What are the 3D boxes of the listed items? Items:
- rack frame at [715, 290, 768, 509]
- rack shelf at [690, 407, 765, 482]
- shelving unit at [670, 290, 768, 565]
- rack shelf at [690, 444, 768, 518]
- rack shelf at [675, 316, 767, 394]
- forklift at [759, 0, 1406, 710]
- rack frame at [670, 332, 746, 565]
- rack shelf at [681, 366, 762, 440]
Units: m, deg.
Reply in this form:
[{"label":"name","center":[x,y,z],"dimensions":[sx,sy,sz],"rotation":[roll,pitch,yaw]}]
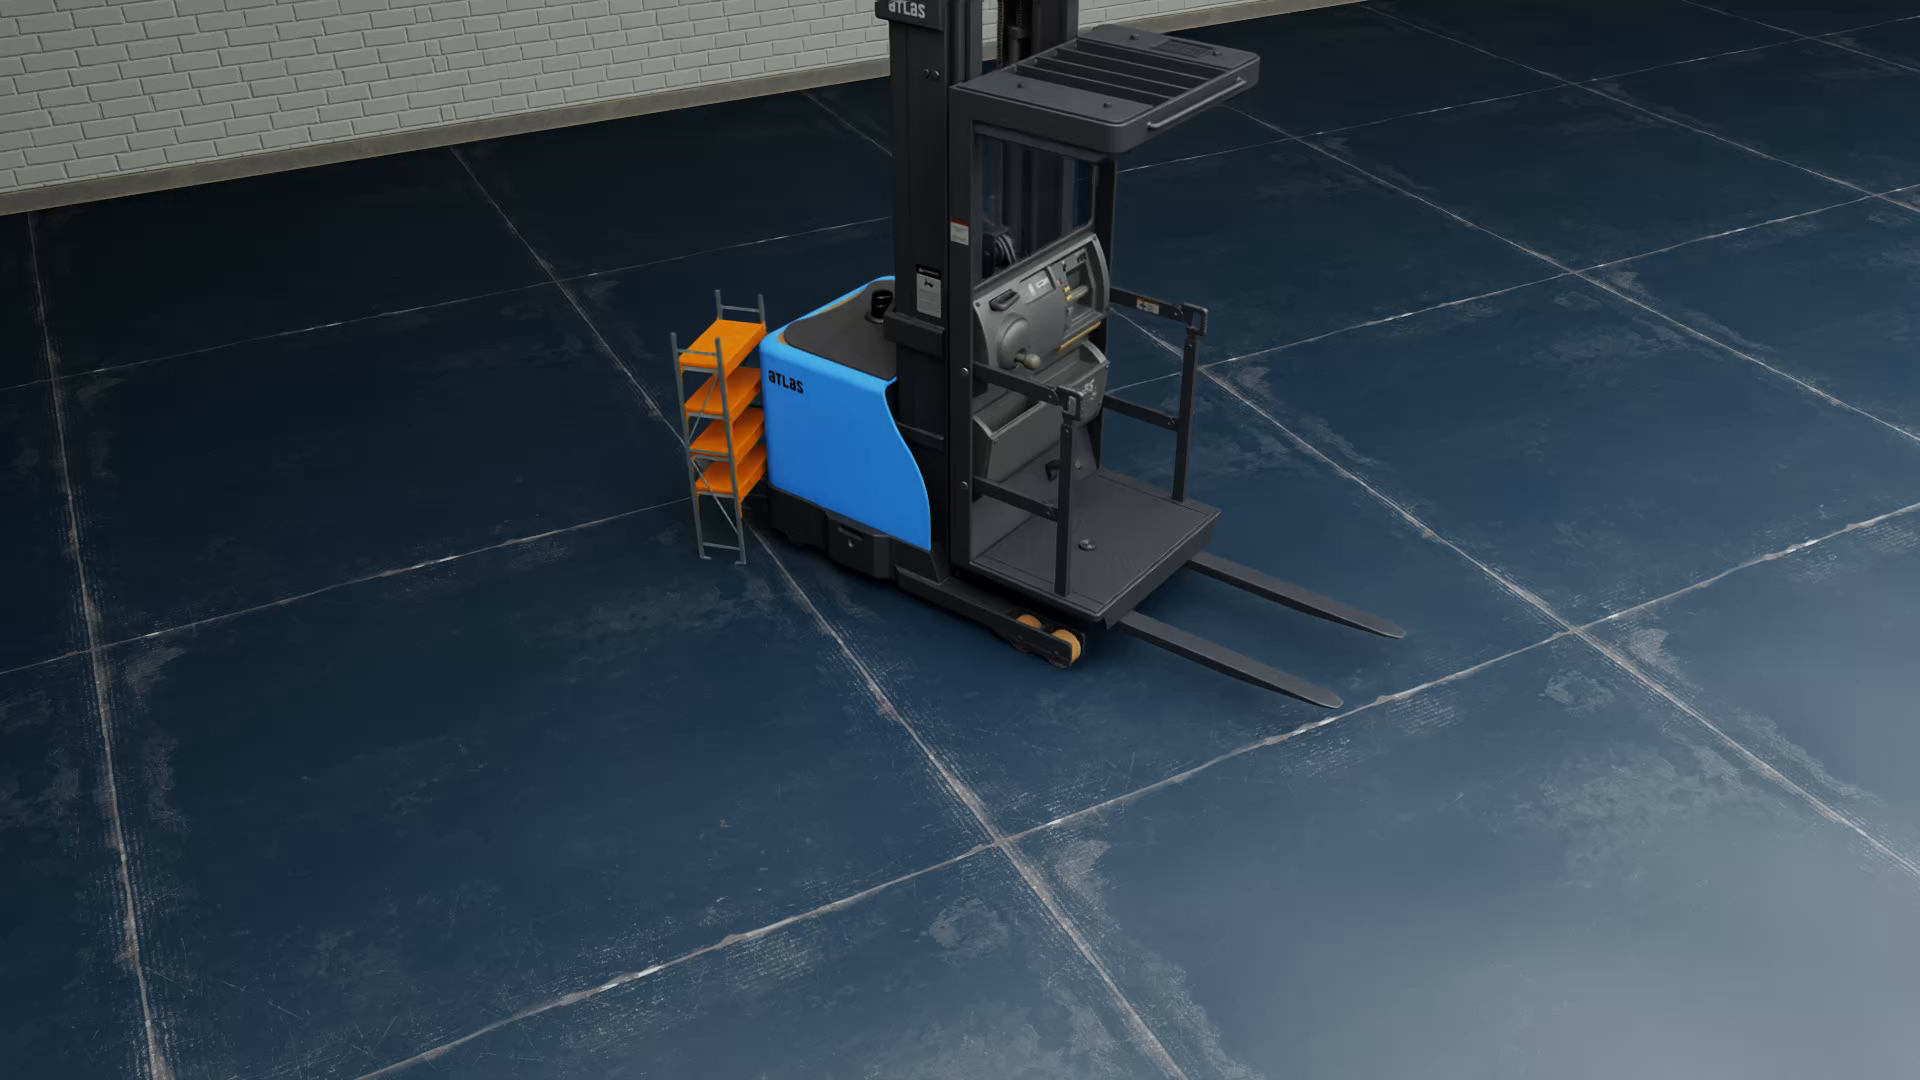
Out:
[{"label":"rack frame","center":[-1.027,-0.659,8.159],"dimensions":[0.240,1.200,0.015],"rotation":[8,33,15]},{"label":"rack shelf","center":[-1.096,-0.476,7.998],"dimensions":[0.258,0.148,0.480],"rotation":[8,33,15]},{"label":"shelving unit","center":[-1.098,-0.533,7.962],"dimensions":[0.258,1.200,0.503],"rotation":[8,33,15]},{"label":"rack shelf","center":[-1.090,-0.308,8.104],"dimensions":[0.258,0.148,0.480],"rotation":[8,33,15]},{"label":"rack shelf","center":[-1.109,-0.866,7.753],"dimensions":[0.258,0.148,0.480],"rotation":[8,33,15]},{"label":"forklift","center":[0.529,-0.995,7.086],"dimensions":[3.031,2.935,1.130],"rotation":[22,39,30]},{"label":"rack frame","center":[-1.169,-0.407,7.766],"dimensions":[0.240,1.200,0.015],"rotation":[8,33,15]},{"label":"rack shelf","center":[-1.102,-0.665,7.879],"dimensions":[0.258,0.148,0.480],"rotation":[8,33,15]}]
